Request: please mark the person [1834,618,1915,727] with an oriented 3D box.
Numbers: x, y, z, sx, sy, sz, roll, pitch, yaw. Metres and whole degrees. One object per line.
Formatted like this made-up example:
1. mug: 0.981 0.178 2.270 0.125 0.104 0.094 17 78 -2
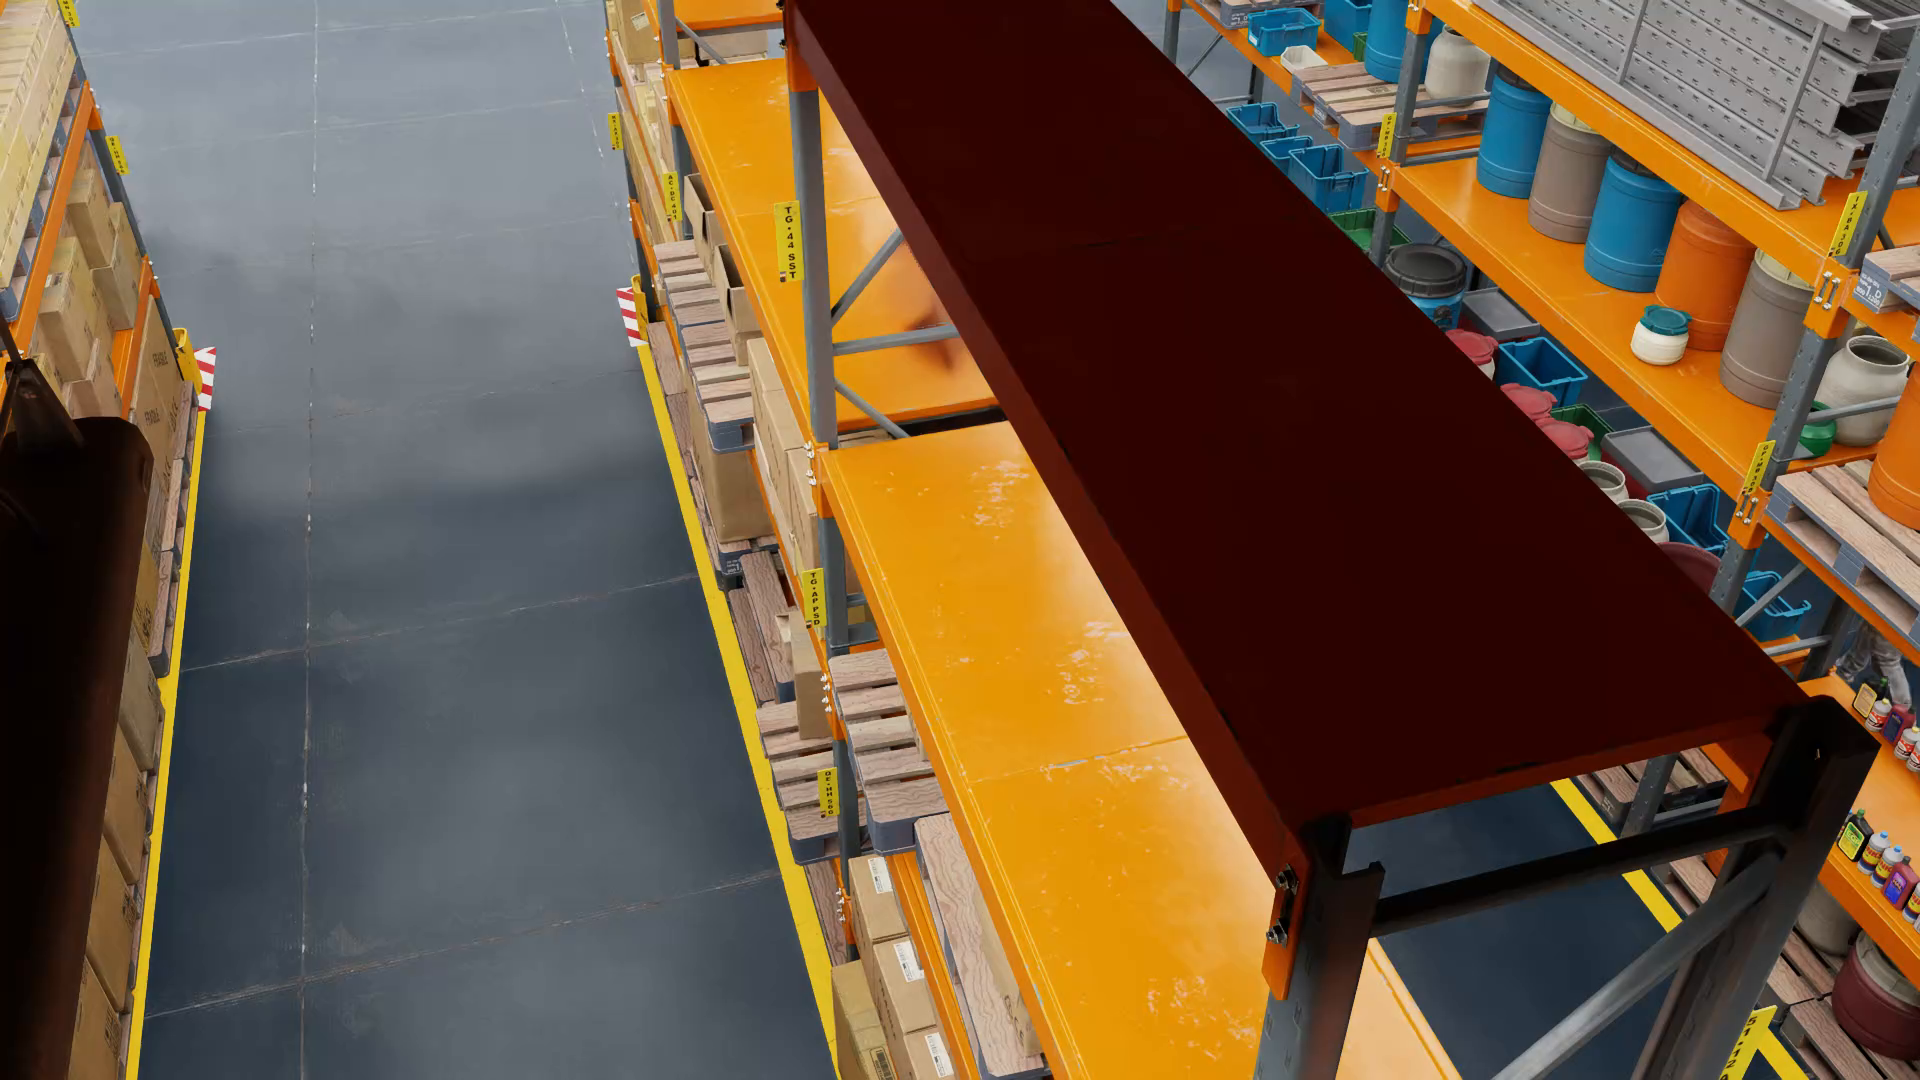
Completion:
1. person: 6.122 0.449 10.793 0.671 1.819 0.897 -18 42 -21
